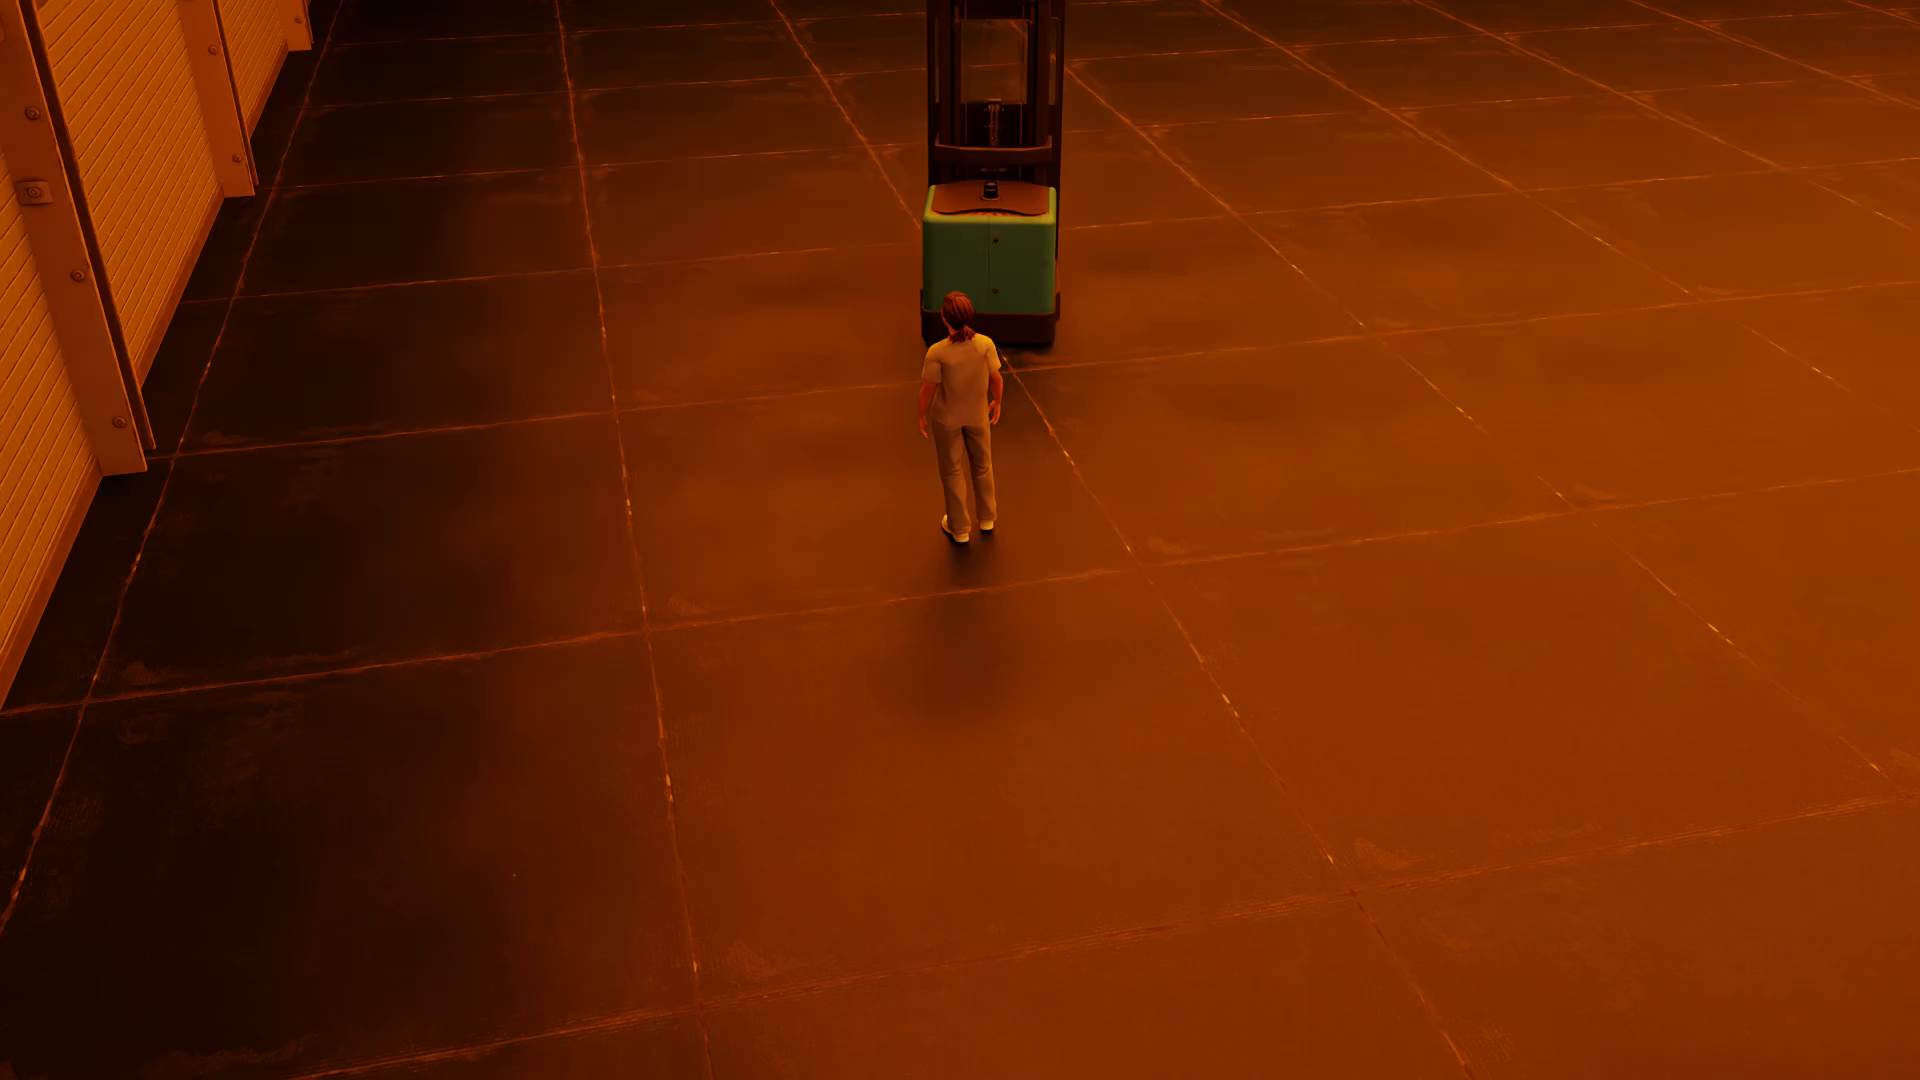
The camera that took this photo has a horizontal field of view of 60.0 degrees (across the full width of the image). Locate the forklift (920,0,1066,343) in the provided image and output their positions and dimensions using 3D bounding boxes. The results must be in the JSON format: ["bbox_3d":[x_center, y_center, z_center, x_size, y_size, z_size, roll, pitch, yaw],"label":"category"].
[{"bbox_3d":[0.296,-3.515,13.647,1.130,2.935,3.031,2,30,3],"label":"forklift"}]

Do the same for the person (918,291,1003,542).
[{"bbox_3d":[-0.004,-0.769,10.142,0.549,1.673,0.548,-7,31,-12],"label":"person"}]
